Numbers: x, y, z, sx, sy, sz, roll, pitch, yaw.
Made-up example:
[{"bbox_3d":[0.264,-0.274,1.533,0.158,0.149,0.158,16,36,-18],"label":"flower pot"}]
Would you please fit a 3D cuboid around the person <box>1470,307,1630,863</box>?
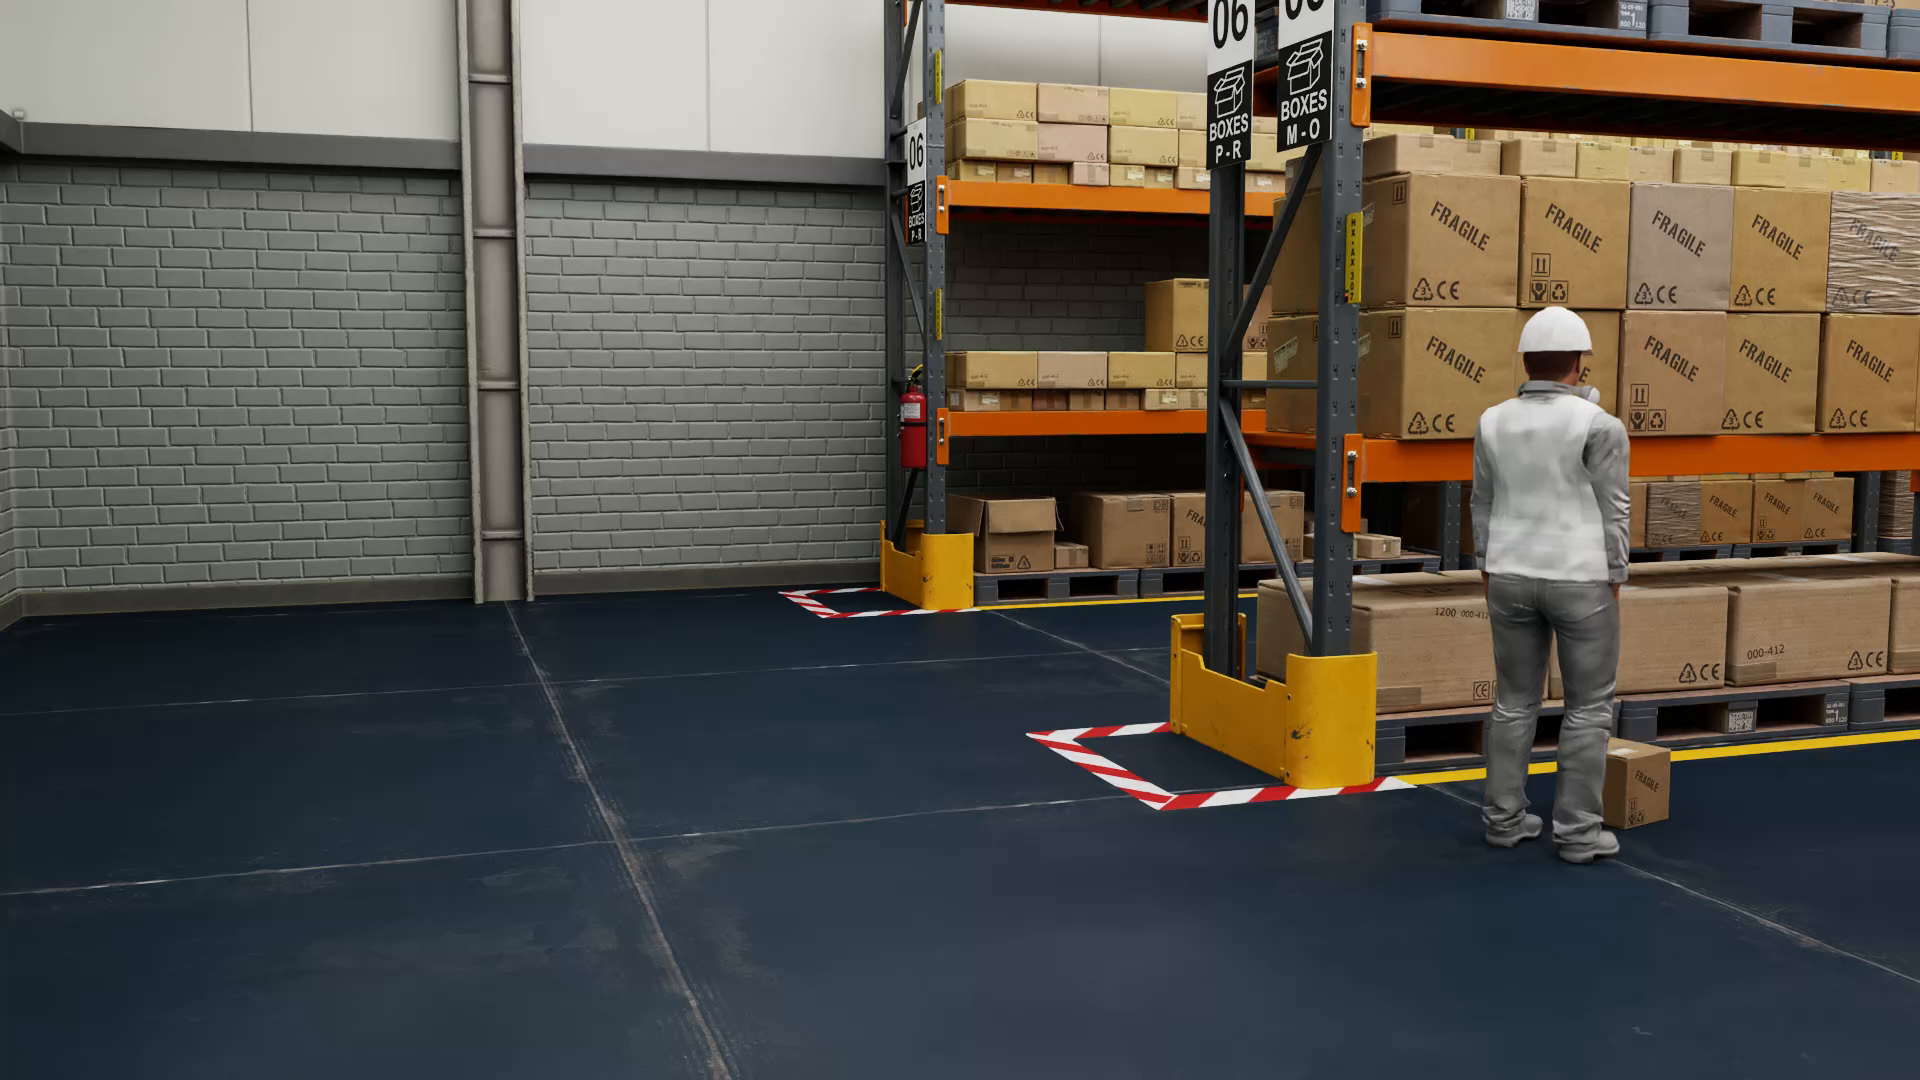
[{"bbox_3d":[1.916,0.134,5.413,0.359,1.768,0.533,-6,8,-44],"label":"person"}]
